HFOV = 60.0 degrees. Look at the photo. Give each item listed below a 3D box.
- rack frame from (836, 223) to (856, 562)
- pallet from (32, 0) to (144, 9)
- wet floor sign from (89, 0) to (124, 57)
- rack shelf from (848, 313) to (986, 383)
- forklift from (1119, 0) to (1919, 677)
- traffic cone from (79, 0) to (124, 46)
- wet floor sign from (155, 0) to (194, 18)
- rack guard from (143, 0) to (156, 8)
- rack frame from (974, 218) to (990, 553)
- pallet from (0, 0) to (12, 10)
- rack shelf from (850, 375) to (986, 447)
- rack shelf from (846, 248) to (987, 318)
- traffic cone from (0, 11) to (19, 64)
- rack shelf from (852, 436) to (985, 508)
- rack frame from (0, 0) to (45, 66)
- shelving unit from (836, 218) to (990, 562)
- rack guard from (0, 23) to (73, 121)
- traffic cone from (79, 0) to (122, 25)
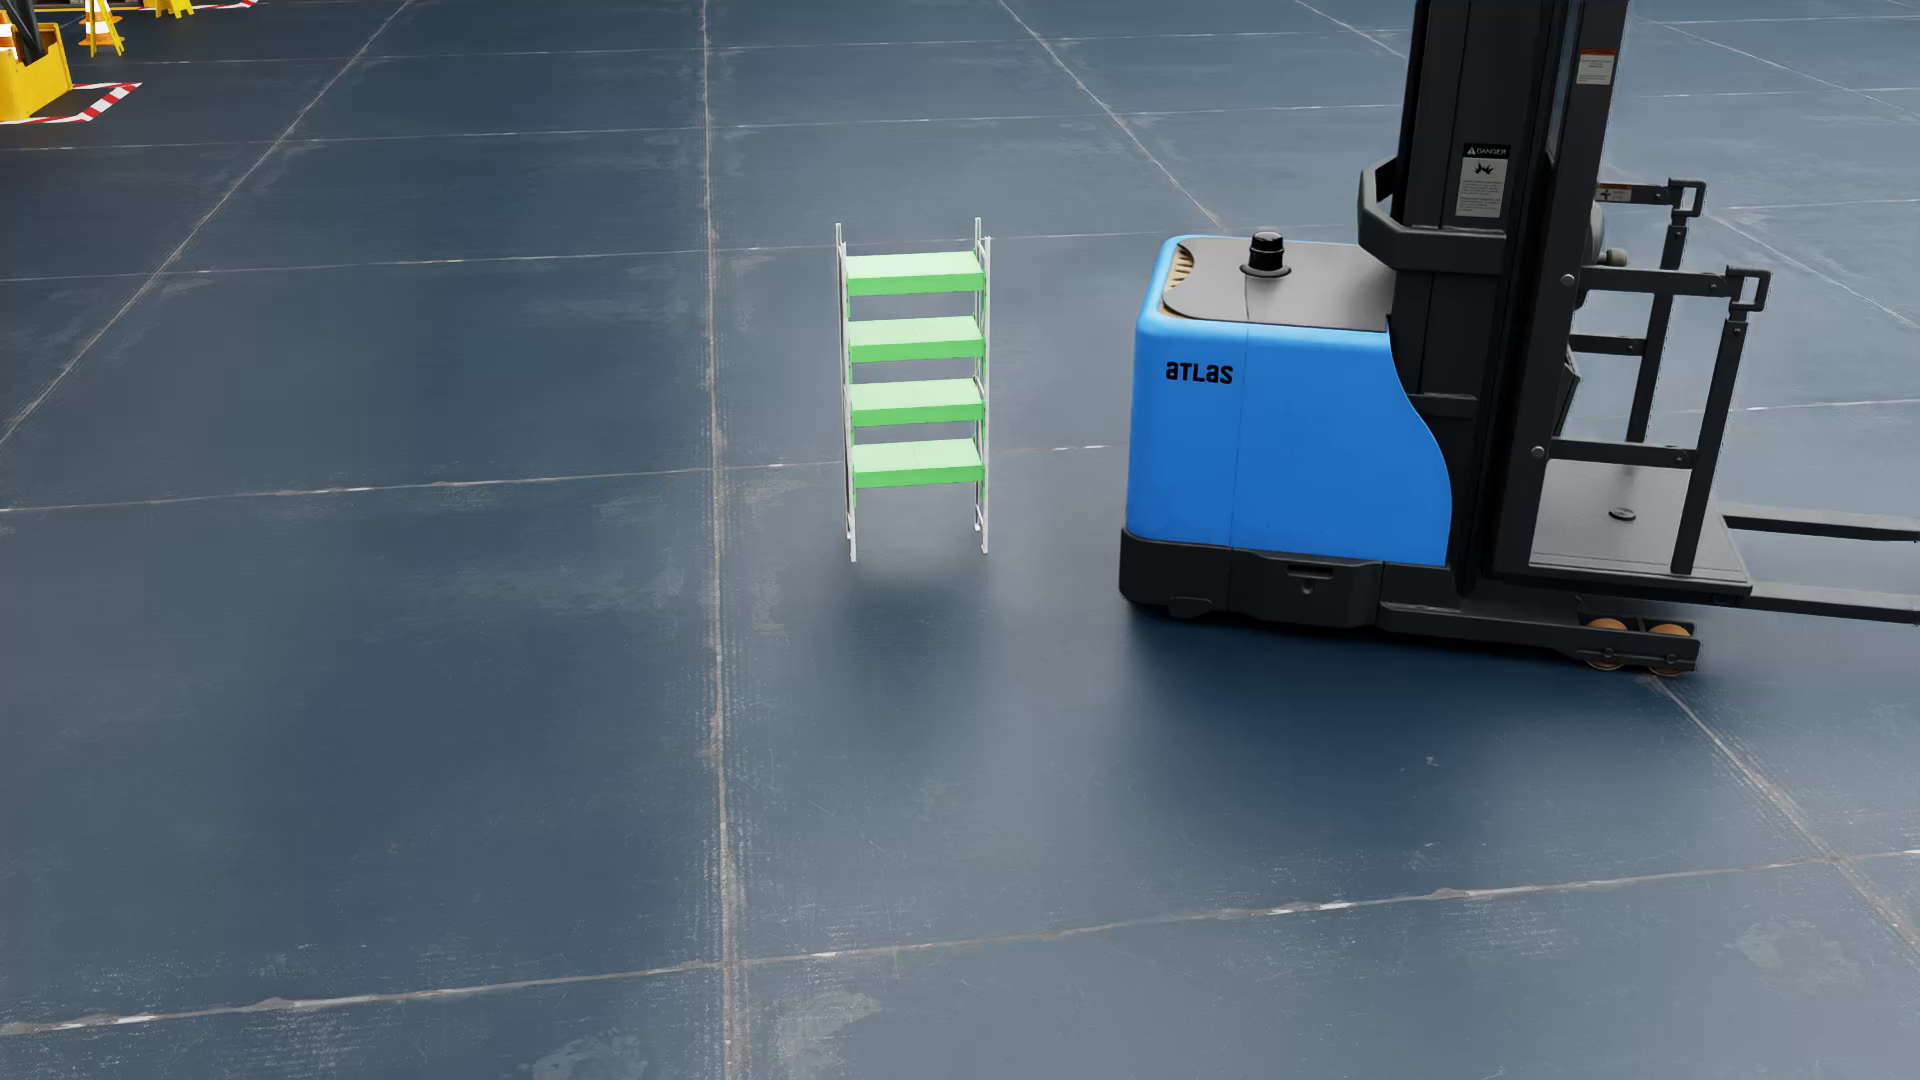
[{"bbox_3d":[-0.406,-0.508,5.925,0.015,1.200,0.240,-4,27,-7],"label":"rack frame"},{"bbox_3d":[-8.873,-5.636,17.003,1.213,0.211,1.003,-4,27,-7],"label":"pallet"},{"bbox_3d":[-7.446,-4.535,14.382,0.232,0.644,0.267,-8,28,-16],"label":"wet floor sign"},{"bbox_3d":[-0.164,-0.680,5.875,0.480,0.148,0.258,-4,27,-7],"label":"rack shelf"},{"bbox_3d":[2.120,-1.127,5.235,3.031,2.935,1.130,5,28,10],"label":"forklift"},{"bbox_3d":[-7.743,-4.698,14.899,0.334,0.463,0.336,-4,27,-7],"label":"traffic cone"},{"bbox_3d":[-7.651,-5.398,16.064,0.232,0.644,0.267,6,28,11],"label":"wet floor sign"},{"bbox_3d":[-8.064,-5.800,17.007,0.348,0.500,1.175,-4,27,-7],"label":"rack guard"},{"bbox_3d":[0.078,-0.539,5.986,0.015,1.200,0.240,-4,27,-7],"label":"rack frame"},{"bbox_3d":[-10.079,-5.560,16.855,1.213,0.211,1.003,-4,27,-7],"label":"pallet"},{"bbox_3d":[-0.164,-0.466,5.985,0.480,0.148,0.258,-4,27,-7],"label":"rack shelf"},{"bbox_3d":[-0.164,-0.894,5.766,0.480,0.148,0.258,-4,27,-7],"label":"rack shelf"},{"bbox_3d":[-7.922,-4.165,13.861,0.334,0.463,0.336,-4,27,-7],"label":"traffic cone"},{"bbox_3d":[-0.164,-0.253,6.094,0.480,0.148,0.258,-4,27,-7],"label":"rack shelf"},{"bbox_3d":[-7.199,-4.686,12.097,0.127,3.000,1.000,-4,27,-7],"label":"rack frame"},{"bbox_3d":[-0.164,-0.523,5.956,0.503,1.200,0.258,-4,27,-7],"label":"shelving unit"},{"bbox_3d":[-7.175,-3.575,12.670,0.348,0.500,1.175,-4,27,-7],"label":"rack guard"},{"bbox_3d":[-8.235,-5.178,15.835,0.334,0.463,0.336,-4,27,-7],"label":"traffic cone"}]
